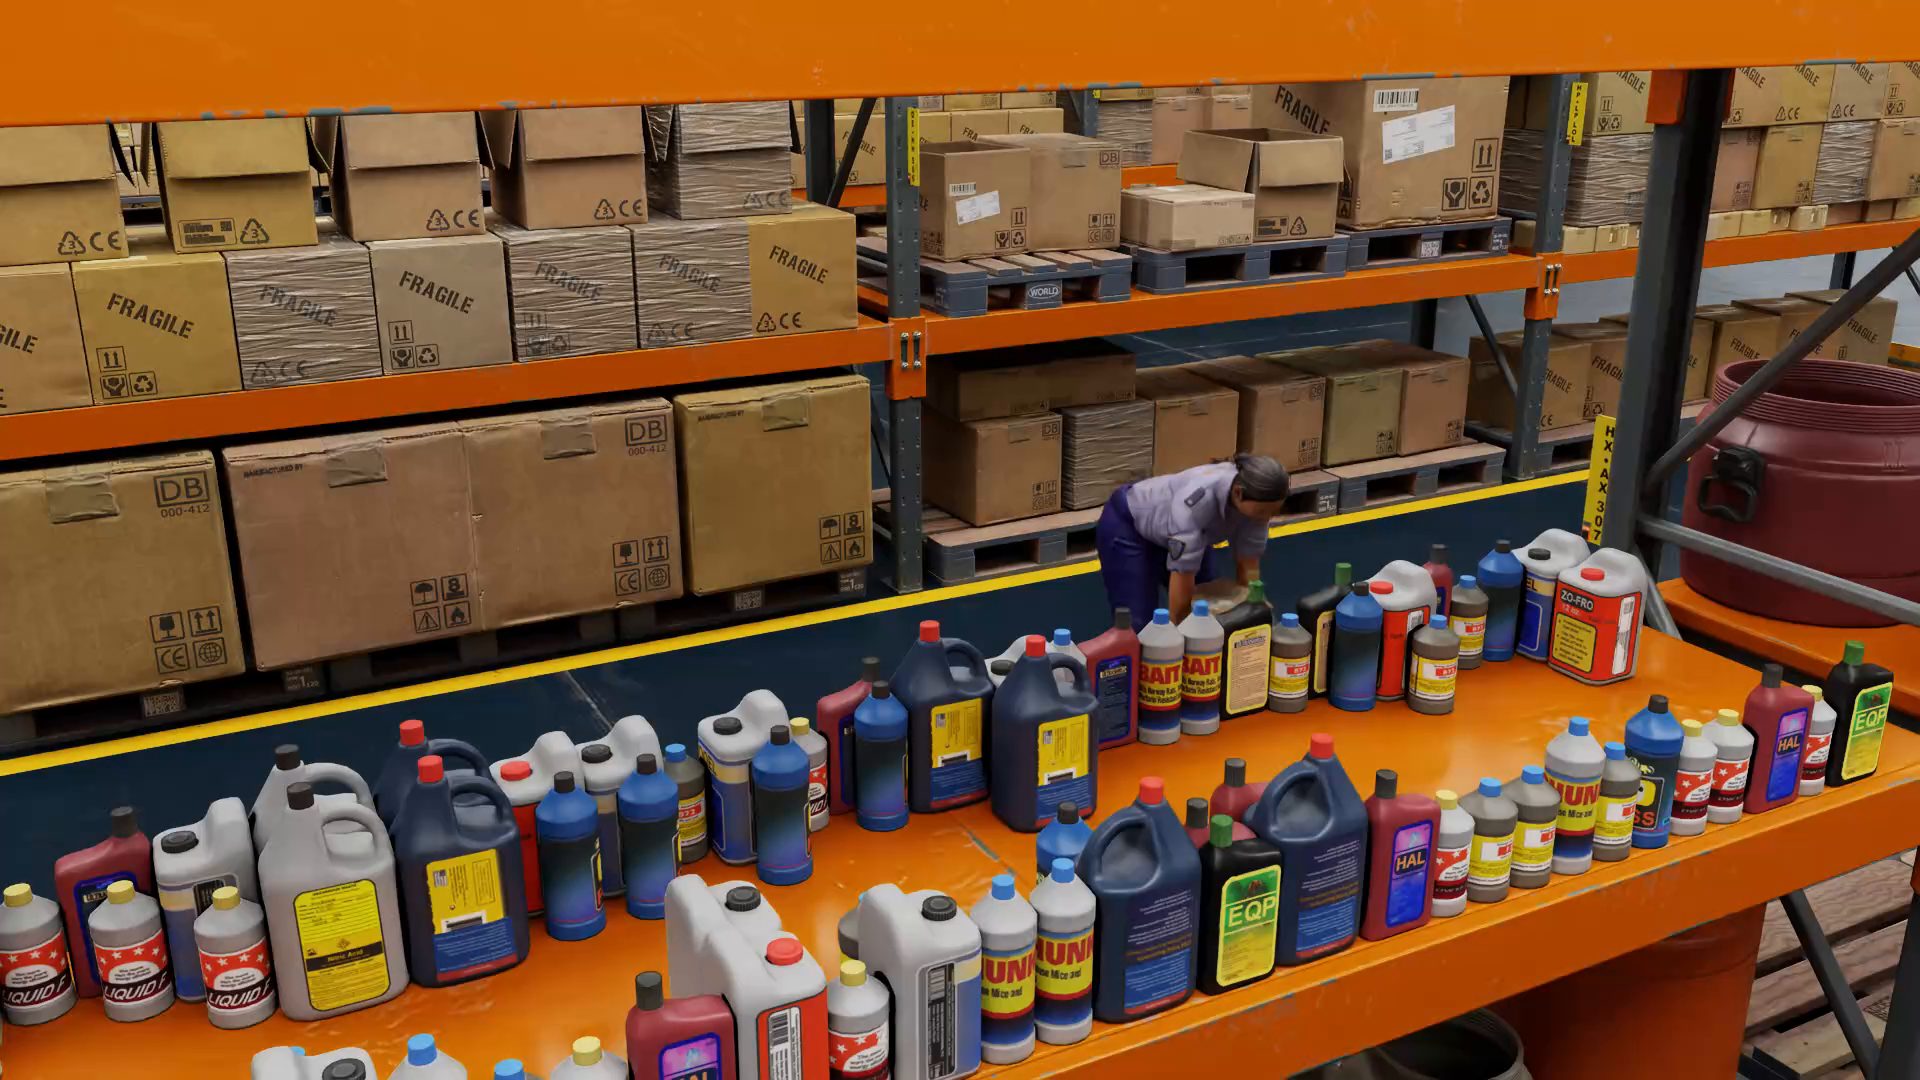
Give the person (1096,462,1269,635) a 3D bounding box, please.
[{"bbox_3d":[0.801,0.234,6.135,0.459,1.179,0.660,-10,21,-28],"label":"person"}]
